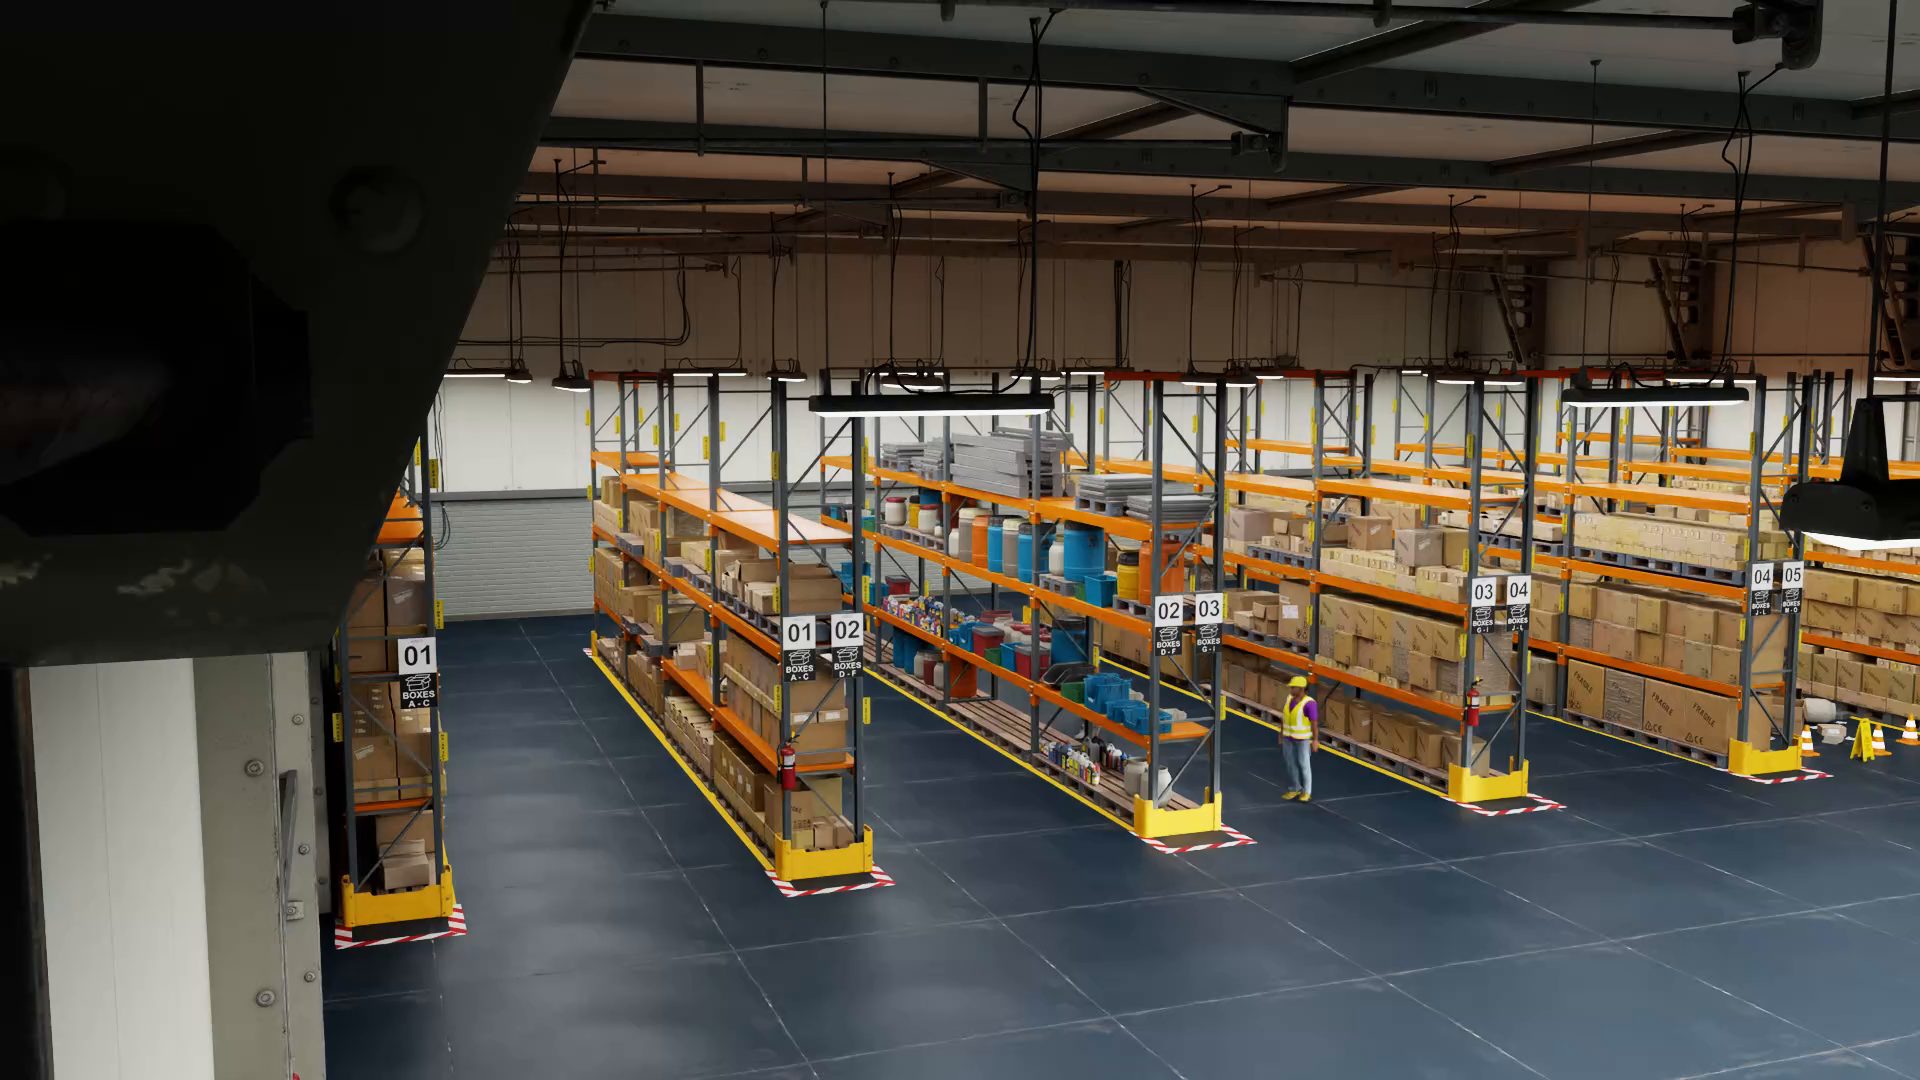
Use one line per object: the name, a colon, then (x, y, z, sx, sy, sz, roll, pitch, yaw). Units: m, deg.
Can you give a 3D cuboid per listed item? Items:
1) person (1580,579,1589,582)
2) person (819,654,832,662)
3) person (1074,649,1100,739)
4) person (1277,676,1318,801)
person: (12.586, 1.697, 33.639, 0.639, 1.821, 0.580, -4, 8, -34)
person: (-2.085, 2.578, 25.716, 0.579, 1.756, 0.603, 1, 6, 10)
person: (2.043, 2.383, 27.466, 0.408, 1.809, 0.614, -5, 8, -38)
person: (4.806, 2.825, 23.615, 0.365, 1.799, 0.681, -6, 9, -42)
